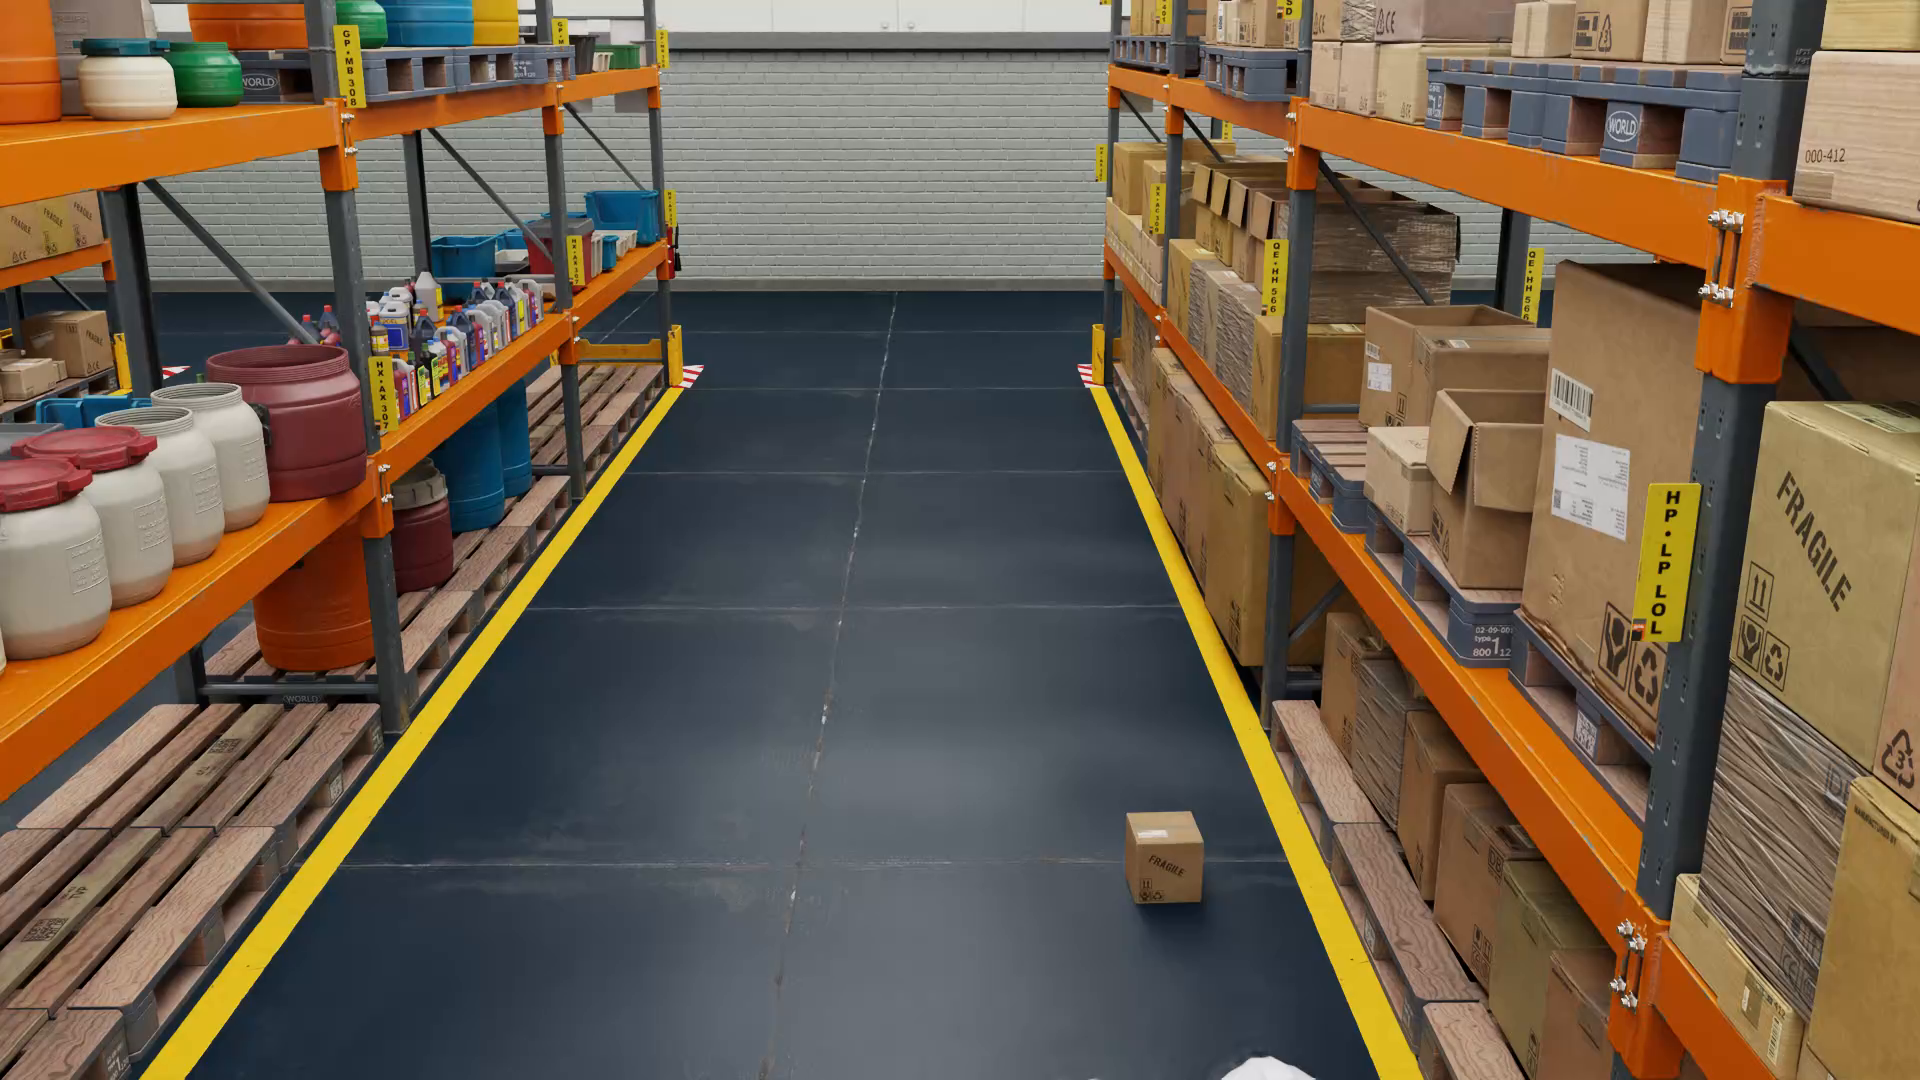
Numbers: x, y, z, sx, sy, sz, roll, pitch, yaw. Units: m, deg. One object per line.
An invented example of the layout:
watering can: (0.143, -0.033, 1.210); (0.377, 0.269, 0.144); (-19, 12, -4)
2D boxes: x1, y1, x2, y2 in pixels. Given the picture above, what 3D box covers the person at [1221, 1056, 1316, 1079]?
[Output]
person: (0.407, 1.543, 2.376); (0.564, 1.770, 0.624); (1, 17, 3)
